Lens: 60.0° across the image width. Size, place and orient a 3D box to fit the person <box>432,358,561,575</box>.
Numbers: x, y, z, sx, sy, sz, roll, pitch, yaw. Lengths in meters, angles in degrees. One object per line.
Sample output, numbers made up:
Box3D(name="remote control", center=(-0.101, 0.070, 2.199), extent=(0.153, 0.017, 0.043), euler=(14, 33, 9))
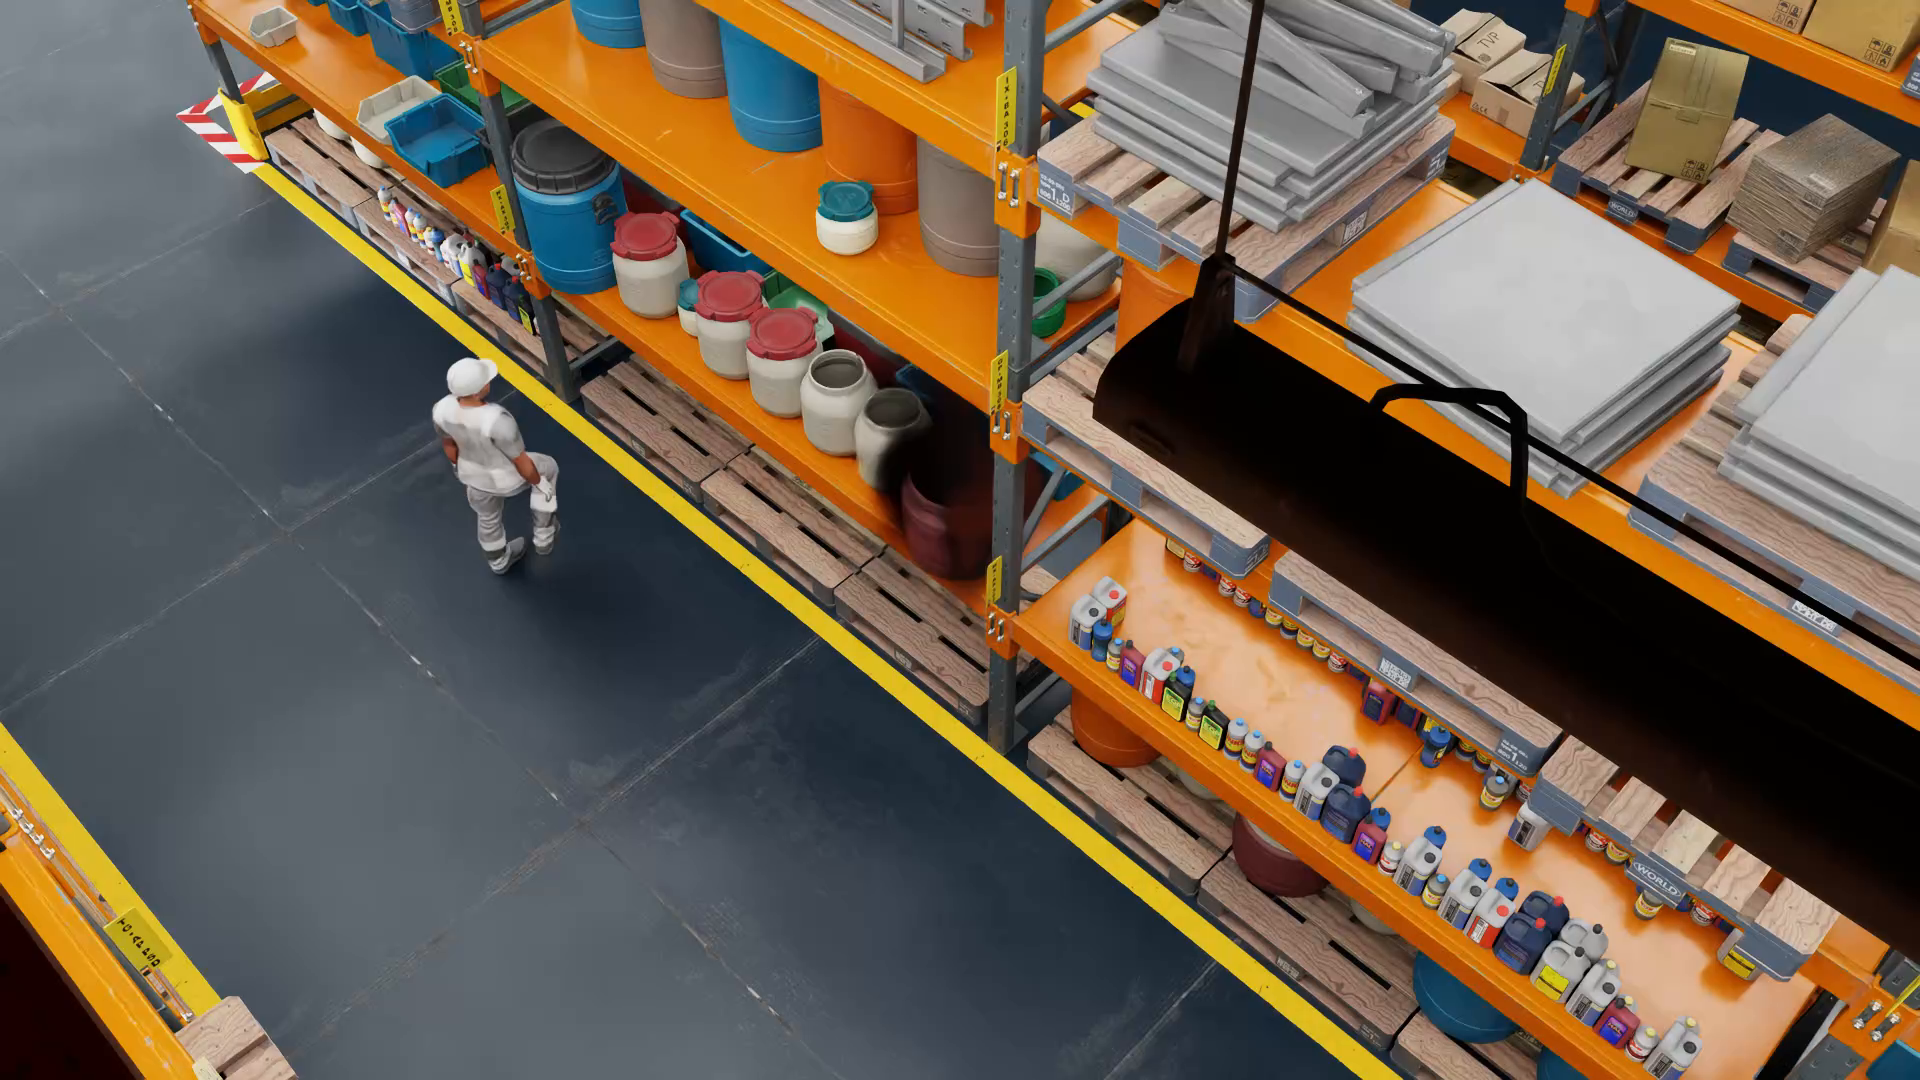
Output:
Box3D(name="person", center=(-2.600, -0.444, 9.581), extent=(0.615, 1.790, 0.555), euler=(16, 52, 13))
